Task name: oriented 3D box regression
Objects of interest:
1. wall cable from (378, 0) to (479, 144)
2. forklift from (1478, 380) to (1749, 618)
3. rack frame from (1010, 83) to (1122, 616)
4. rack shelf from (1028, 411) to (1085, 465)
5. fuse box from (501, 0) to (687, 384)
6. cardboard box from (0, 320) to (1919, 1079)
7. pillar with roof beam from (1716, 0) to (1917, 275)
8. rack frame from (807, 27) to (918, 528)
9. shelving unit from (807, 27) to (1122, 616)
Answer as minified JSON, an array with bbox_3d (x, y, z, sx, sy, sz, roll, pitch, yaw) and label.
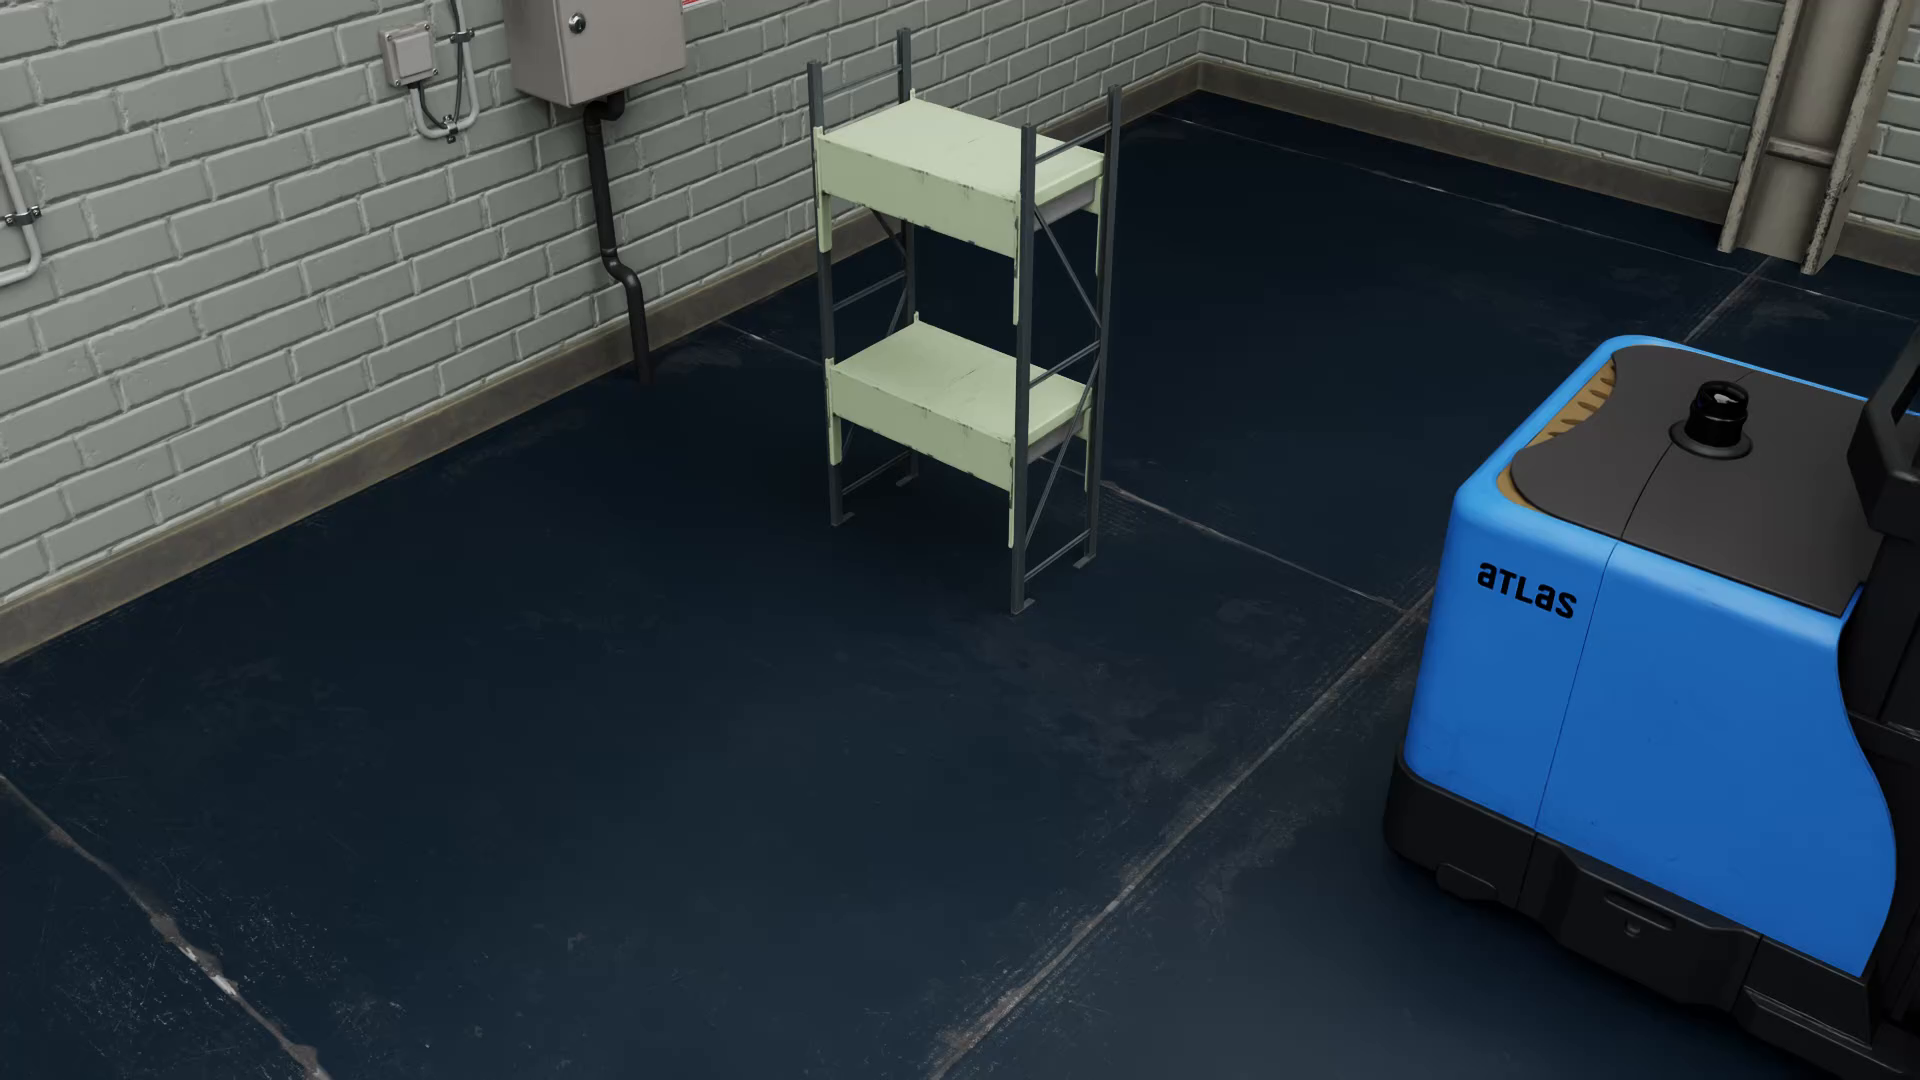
[{"bbox_3d":[-1.676,-2.004,4.621,0.122,1.984,0.588,25,42,32],"label":"wall cable"},{"bbox_3d":[2.542,-0.069,2.840,2.937,2.843,1.107,24,41,31],"label":"forklift"},{"bbox_3d":[0.286,-0.483,4.629,0.023,1.500,0.400,25,42,32],"label":"rack frame"},{"bbox_3d":[0.005,-0.406,4.966,0.664,0.071,0.332,25,42,32],"label":"rack shelf"},{"bbox_3d":[-1.118,-1.294,5.622,0.414,1.711,0.539,25,42,32],"label":"fuse box"},{"bbox_3d":[2.303,2.200,0.678,13.522,1.550,6.103,24,41,31],"label":"cardboard box"},{"bbox_3d":[0.697,-3.061,1.758,0.400,9.000,9.100,25,42,32],"label":"pillar with roof beam"},{"bbox_3d":[-0.276,-0.748,5.015,0.023,1.500,0.400,25,42,32],"label":"rack frame"},{"bbox_3d":[0.005,-0.616,4.822,0.755,1.500,0.400,25,42,32],"label":"shelving unit"}]
